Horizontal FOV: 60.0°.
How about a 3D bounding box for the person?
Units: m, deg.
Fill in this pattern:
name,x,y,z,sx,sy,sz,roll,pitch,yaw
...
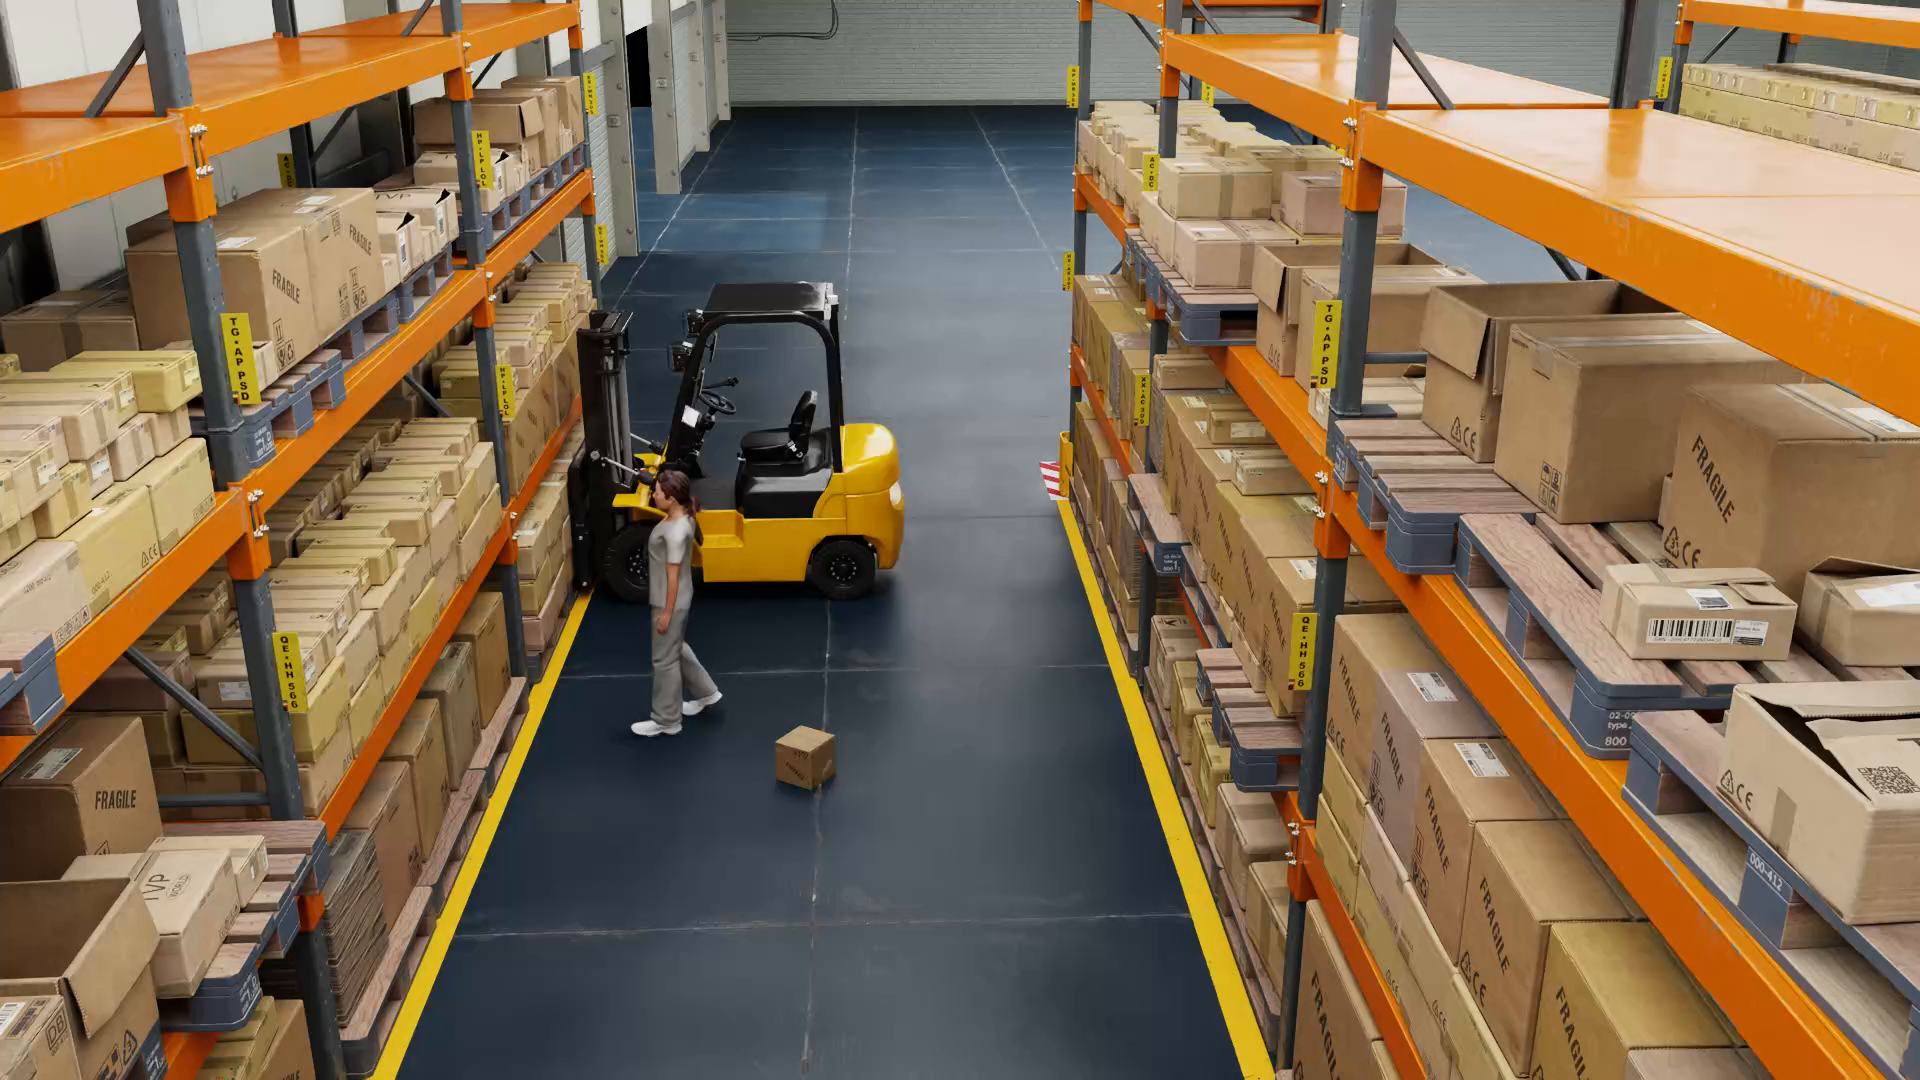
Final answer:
name,x,y,z,sx,sy,sz,roll,pitch,yaw
person,-1.762,0.371,10.076,0.536,1.670,0.484,-1,20,-2
